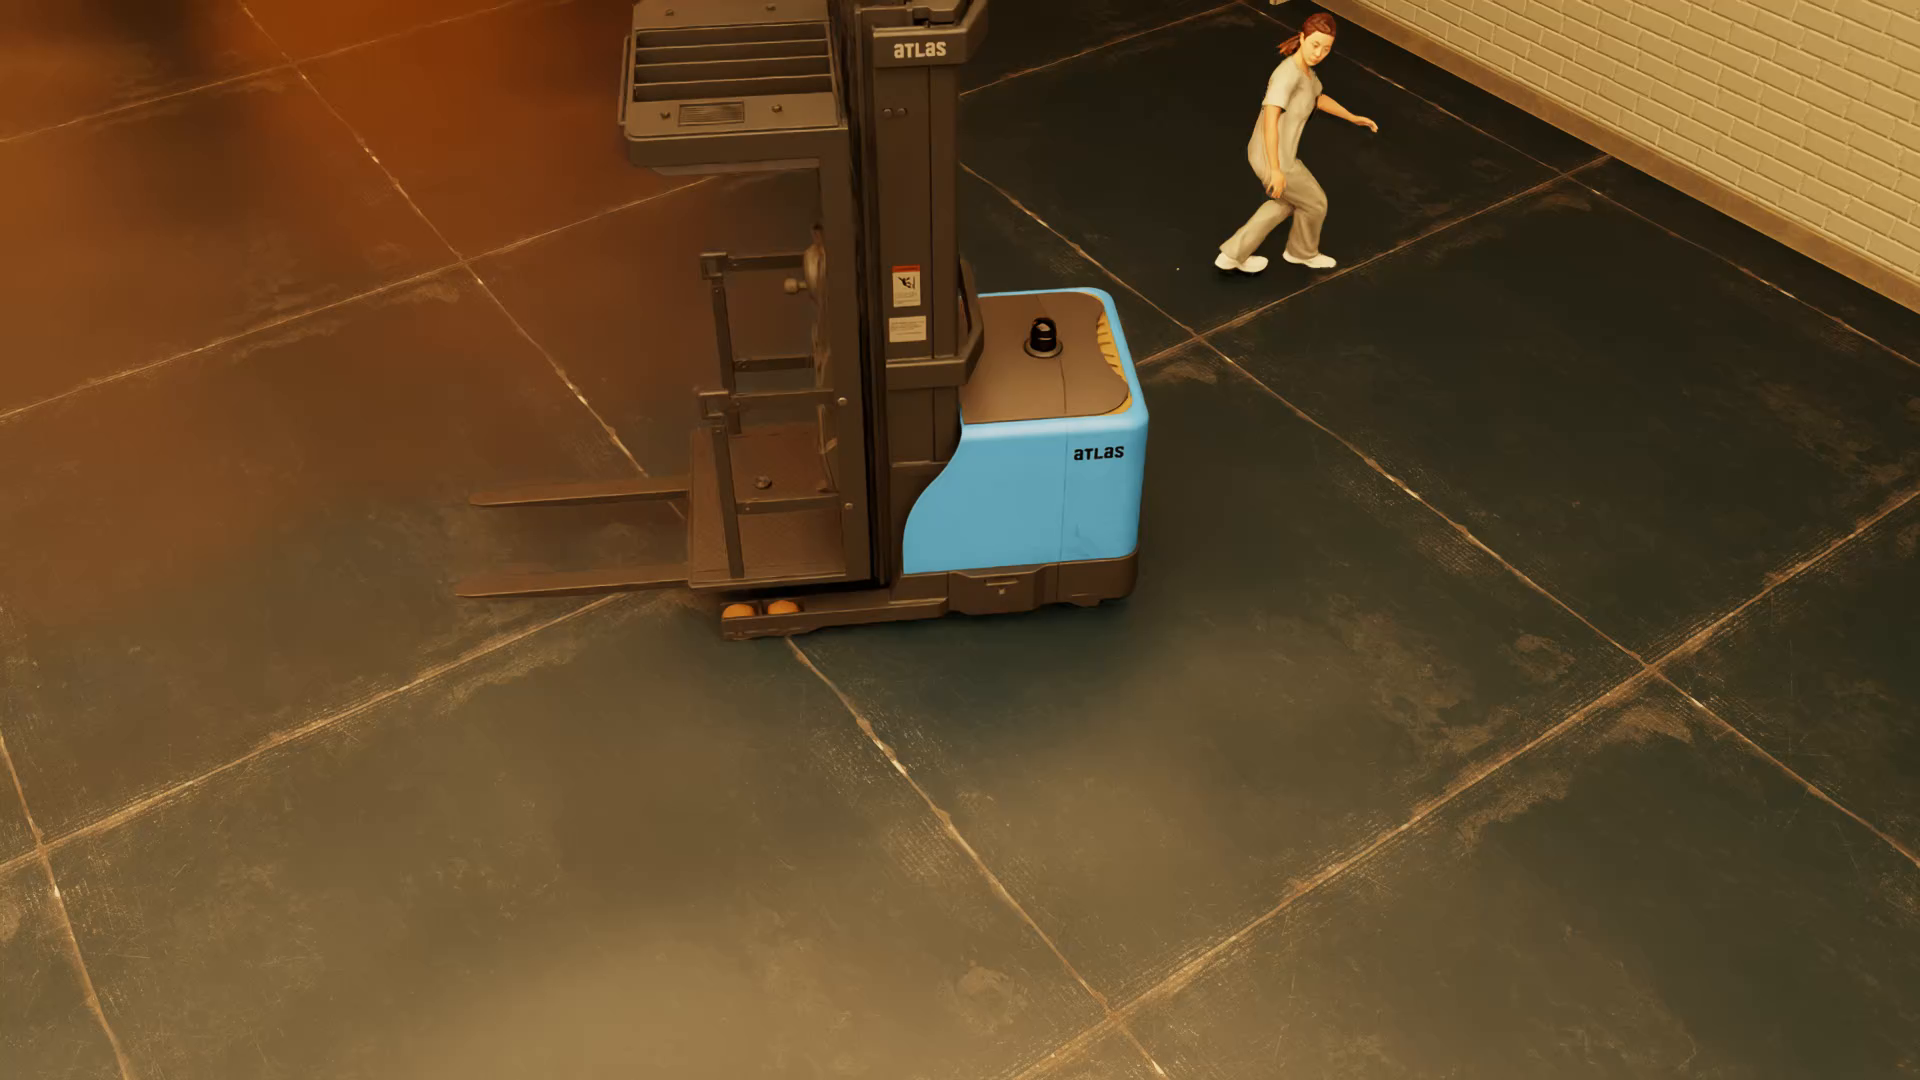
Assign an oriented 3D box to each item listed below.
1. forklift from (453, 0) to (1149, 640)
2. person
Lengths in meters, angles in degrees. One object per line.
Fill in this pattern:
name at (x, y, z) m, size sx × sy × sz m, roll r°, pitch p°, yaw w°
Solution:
forklift at (-0.753, -1.012, 6.813) m, size 3.031 × 2.935 × 1.130 m, roll -4°, pitch 43°, yaw -5°
person at (1.845, -2.041, 8.976) m, size 0.795 × 1.549 × 0.734 m, roll 1°, pitch 43°, yaw 1°
